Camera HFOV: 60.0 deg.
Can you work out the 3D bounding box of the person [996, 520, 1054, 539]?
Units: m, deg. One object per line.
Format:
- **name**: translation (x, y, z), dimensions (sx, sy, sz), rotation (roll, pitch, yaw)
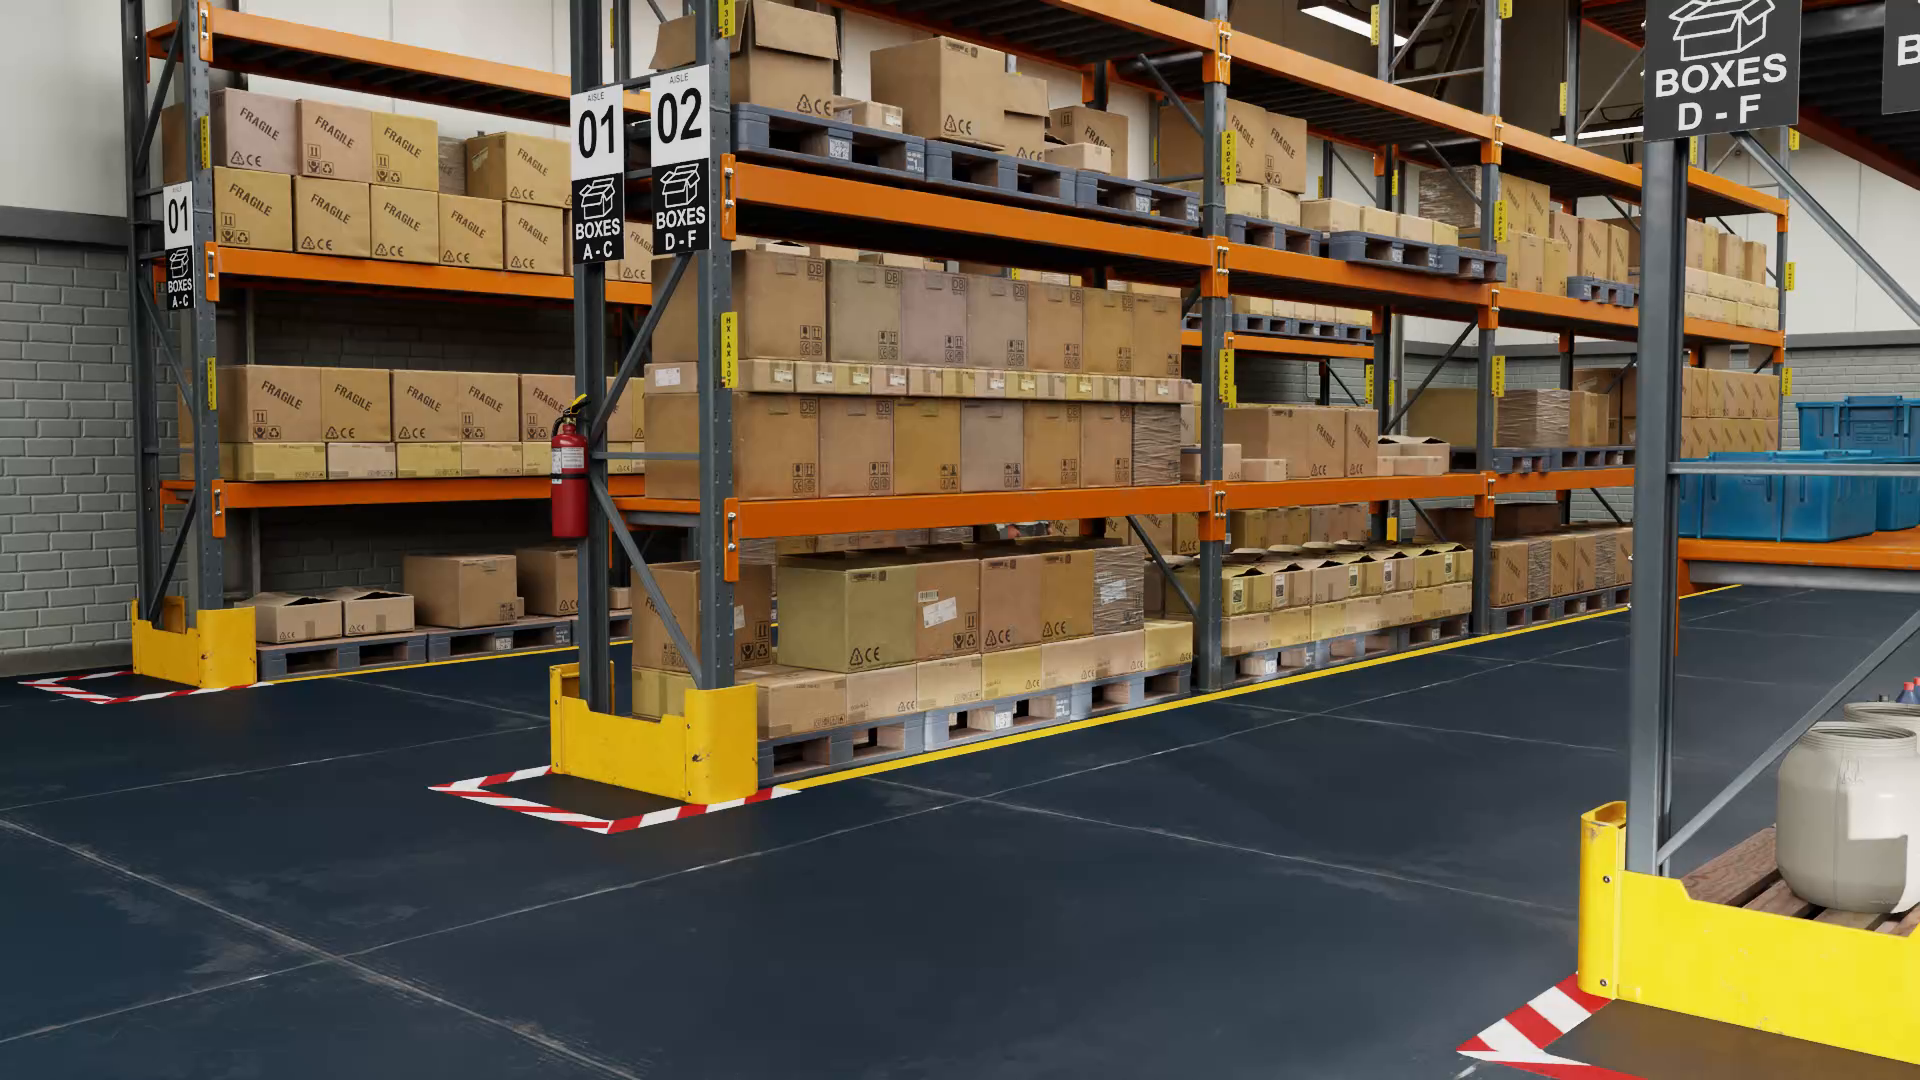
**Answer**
- **person**: translation (0.527, -0.090, 12.960), dimensions (0.466, 1.773, 0.592), rotation (3, 5, 38)
